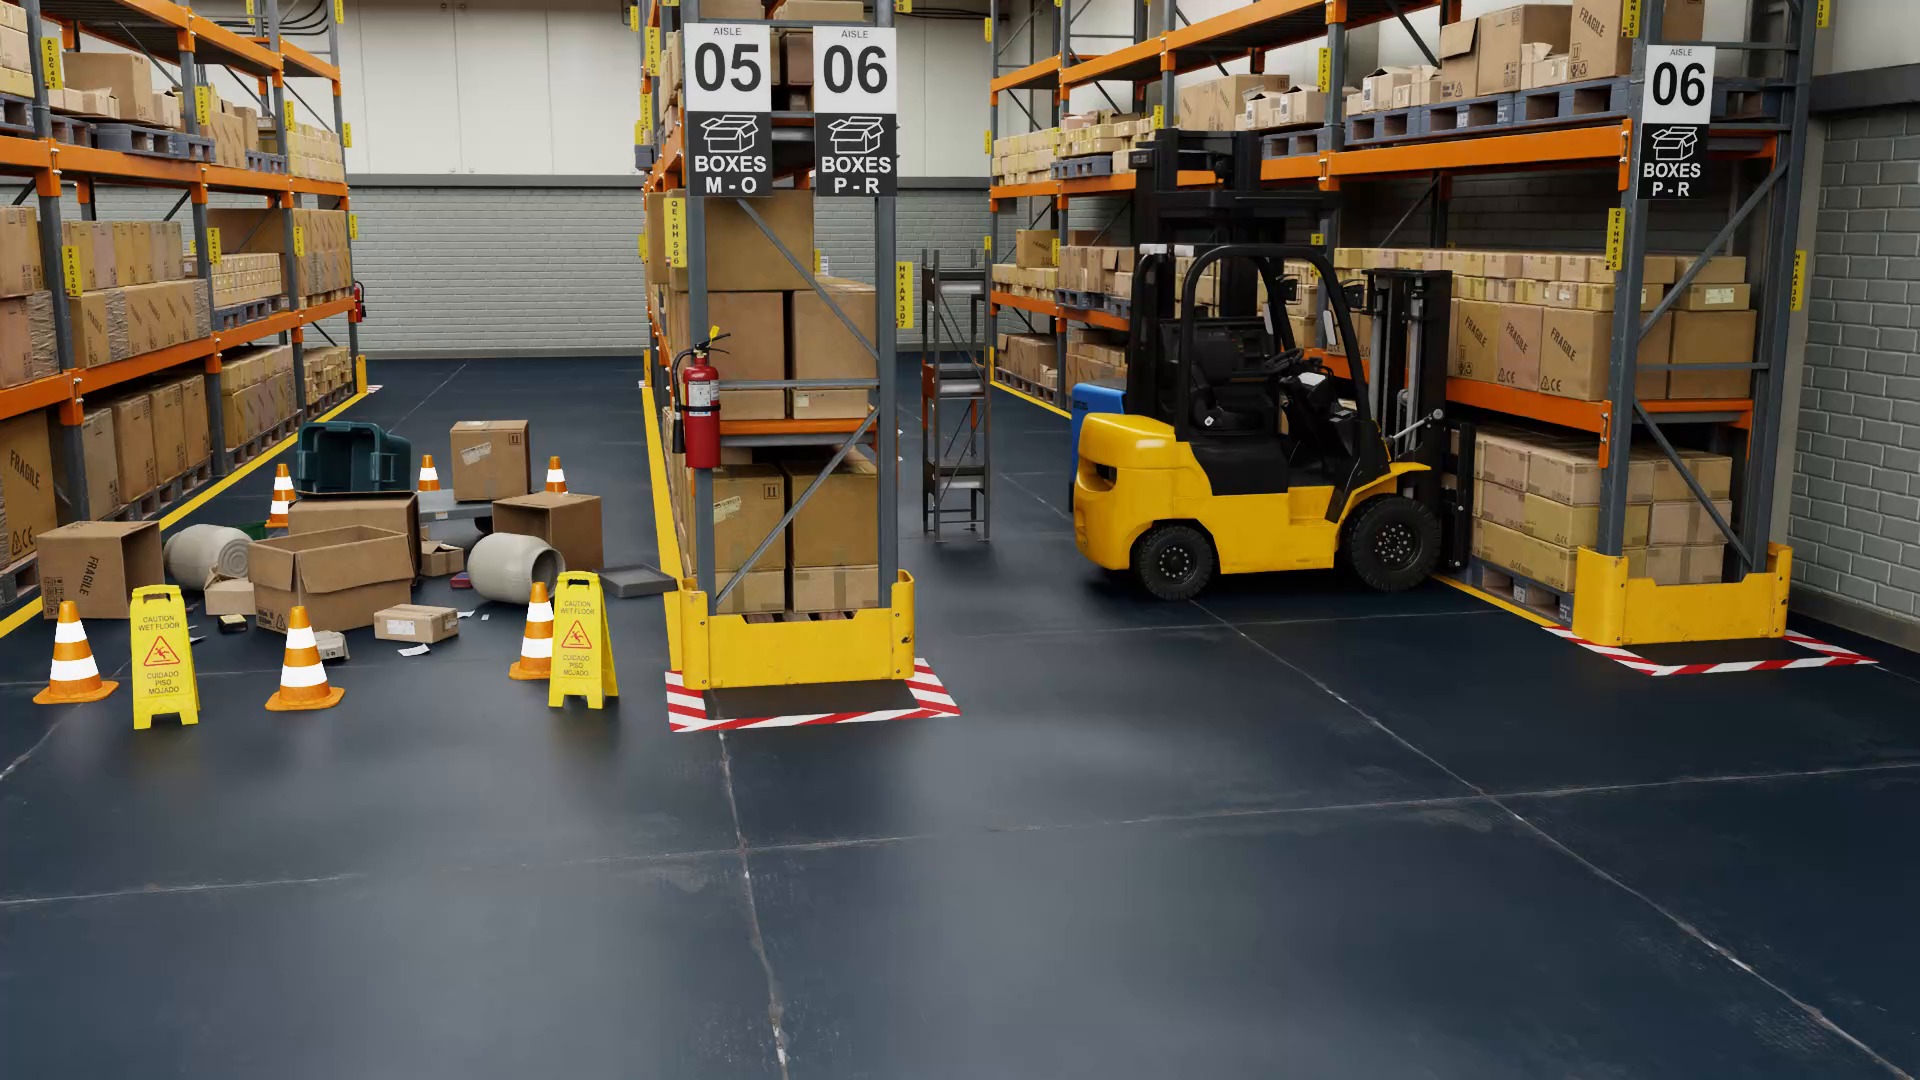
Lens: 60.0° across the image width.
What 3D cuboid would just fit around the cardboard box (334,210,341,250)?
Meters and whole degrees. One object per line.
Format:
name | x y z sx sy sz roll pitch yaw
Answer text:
cardboard box | -8.331 -4.019 21.552 0.500 0.500 0.500 -3 11 -13

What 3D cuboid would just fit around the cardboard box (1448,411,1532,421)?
cardboard box | 3.760 -0.757 11.708 0.500 0.250 0.500 -2 11 -11

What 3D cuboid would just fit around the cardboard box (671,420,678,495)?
cardboard box | -1.743 -0.604 11.572 0.500 0.500 0.500 -2 11 -8

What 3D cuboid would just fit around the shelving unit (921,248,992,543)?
shelving unit | -0.032 -1.062 12.160 0.431 2.100 0.503 -2 11 -11

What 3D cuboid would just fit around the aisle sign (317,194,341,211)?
aisle sign | -8.482 -4.802 22.449 0.394 0.787 0.004 -2 11 -11

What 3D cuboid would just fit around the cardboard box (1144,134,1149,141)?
cardboard box | 2.135 -4.162 17.354 0.380 0.149 0.250 -2 11 -10

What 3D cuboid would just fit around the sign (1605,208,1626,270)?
sign | 3.519 -1.613 8.921 0.100 0.325 0.005 -2 11 -11

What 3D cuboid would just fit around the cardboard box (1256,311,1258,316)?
cardboard box | 2.751 -1.873 14.413 0.500 0.250 0.500 -2 11 -11

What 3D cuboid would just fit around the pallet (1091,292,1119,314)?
pallet | 2.115 -2.675 18.741 1.003 0.211 1.213 -2 11 -11

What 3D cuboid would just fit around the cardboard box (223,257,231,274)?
cardboard box | -7.255 -2.643 16.017 0.380 0.149 0.250 -3 11 -13

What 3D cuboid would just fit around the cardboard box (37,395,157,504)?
cardboard box | -6.821 -0.688 12.683 1.050 0.750 0.750 -2 11 -11

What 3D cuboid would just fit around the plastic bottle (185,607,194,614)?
plastic bottle | -4.682 0.423 9.812 0.283 0.061 0.133 -6 13 -31

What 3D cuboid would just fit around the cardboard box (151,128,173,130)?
cardboard box | -6.874 -3.545 14.013 0.380 0.166 0.250 -2 11 -11

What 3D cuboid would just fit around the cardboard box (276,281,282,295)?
cardboard box | -7.713 -2.784 18.349 0.380 0.149 0.250 -2 11 -12

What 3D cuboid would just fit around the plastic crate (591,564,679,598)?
plastic crate | -2.092 0.254 10.647 0.402 0.080 0.583 -6 13 -31

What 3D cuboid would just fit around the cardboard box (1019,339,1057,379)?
cardboard box | 1.101 -2.484 22.786 0.500 0.500 0.500 -2 11 -10

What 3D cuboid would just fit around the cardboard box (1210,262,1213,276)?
cardboard box | 2.541 -2.524 15.431 0.380 0.149 0.250 -2 11 -10

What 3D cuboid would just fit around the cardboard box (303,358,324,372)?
cardboard box | -7.984 -2.129 20.272 0.380 0.149 0.250 -2 11 -10

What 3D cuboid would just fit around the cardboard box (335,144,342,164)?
cardboard box | -8.423 -5.070 21.856 0.500 0.250 0.500 -2 11 -13

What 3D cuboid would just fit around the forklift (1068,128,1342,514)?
forklift | 1.927 -1.387 11.643 1.130 2.935 3.031 -5 12 -25

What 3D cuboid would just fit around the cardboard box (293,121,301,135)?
cardboard box | -7.934 -4.815 19.445 0.380 0.149 0.250 -2 11 -13

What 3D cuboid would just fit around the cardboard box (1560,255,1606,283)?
cardboard box | 3.699 -1.561 9.580 0.380 0.149 0.250 -2 11 -11

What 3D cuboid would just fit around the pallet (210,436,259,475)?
pallet | -7.357 -0.806 15.869 1.003 0.211 1.213 -2 11 -11

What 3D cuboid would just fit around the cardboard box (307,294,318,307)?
cardboard box | -7.977 -2.897 20.069 0.380 0.149 0.250 -2 11 -10

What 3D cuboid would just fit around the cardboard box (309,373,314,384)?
cardboard box | -8.011 -1.933 20.035 0.380 0.149 0.250 -3 11 -14

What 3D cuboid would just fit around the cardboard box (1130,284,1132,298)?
cardboard box | 1.994 -2.602 17.394 0.380 0.149 0.250 -2 11 -10

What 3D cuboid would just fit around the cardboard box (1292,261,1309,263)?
cardboard box | 3.167 -2.400 14.784 0.380 0.149 0.250 -2 11 -11

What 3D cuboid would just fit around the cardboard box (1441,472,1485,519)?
cardboard box | 3.444 -0.311 10.701 0.500 0.250 0.500 -2 11 -12

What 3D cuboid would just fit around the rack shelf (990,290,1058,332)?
rack shelf | 1.331 -3.160 22.699 1.077 0.370 4.000 -2 11 -11

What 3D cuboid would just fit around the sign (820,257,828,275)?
sign | -2.513 -4.791 29.600 0.329 0.494 0.001 -2 11 -11

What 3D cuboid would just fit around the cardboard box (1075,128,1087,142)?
cardboard box | 1.553 -4.687 19.261 0.380 0.149 0.250 -2 11 -12

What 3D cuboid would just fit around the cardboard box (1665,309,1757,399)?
cardboard box | 4.230 -1.096 9.663 0.500 0.500 0.500 -2 11 -9

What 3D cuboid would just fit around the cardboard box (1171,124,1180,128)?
cardboard box | 2.268 -3.952 16.149 0.380 0.166 0.250 -2 11 -11

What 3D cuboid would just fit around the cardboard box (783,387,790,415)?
cardboard box | -0.741 -0.756 8.820 0.380 0.149 0.250 -2 11 -10

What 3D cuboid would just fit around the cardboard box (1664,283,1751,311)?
cardboard box | 4.242 -1.385 9.448 0.380 0.149 0.250 -2 11 -12

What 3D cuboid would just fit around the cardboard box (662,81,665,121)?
cardboard box | -1.666 -2.859 10.778 0.500 0.250 0.500 -2 11 -11

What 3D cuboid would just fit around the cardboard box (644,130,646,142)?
cardboard box | -3.262 -4.522 18.519 0.500 0.500 0.500 -2 11 -12

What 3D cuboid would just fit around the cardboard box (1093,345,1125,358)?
cardboard box | 1.786 -2.223 19.683 0.380 0.149 0.250 -2 11 -12

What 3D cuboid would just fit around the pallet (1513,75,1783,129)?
pallet | 3.942 -2.506 9.556 1.003 0.211 1.213 -2 11 -11

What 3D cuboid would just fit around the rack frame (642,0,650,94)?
rack frame | -3.148 -5.912 19.192 1.000 3.000 0.127 -2 11 -11

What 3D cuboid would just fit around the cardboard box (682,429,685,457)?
cardboard box | -1.409 -0.555 9.582 0.380 0.149 0.250 -2 11 -10

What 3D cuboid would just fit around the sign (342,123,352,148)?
sign | -8.214 -5.425 22.288 0.100 0.325 0.005 -2 11 -11

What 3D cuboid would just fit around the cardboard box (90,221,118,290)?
cardboard box | -6.731 -2.117 12.358 0.700 0.500 0.500 -2 11 -11

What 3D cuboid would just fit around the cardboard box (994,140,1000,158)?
cardboard box | 0.782 -5.581 23.743 0.500 0.250 0.500 -2 11 -12

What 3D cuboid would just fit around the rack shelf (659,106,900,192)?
rack shelf | -1.204 -2.251 9.903 1.077 0.370 4.000 -2 11 -11

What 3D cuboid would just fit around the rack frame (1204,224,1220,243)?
rack frame | 2.498 -2.413 16.850 1.000 3.000 0.127 -2 11 -11

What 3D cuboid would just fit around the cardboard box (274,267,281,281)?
cardboard box | -7.713 -2.930 18.320 0.380 0.149 0.250 -2 11 -9

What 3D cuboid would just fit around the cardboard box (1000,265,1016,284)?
cardboard box | 0.864 -3.767 23.571 0.500 0.250 0.500 -2 11 -10

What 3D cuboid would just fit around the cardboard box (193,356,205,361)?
cardboard box | -7.789 -1.682 16.566 0.500 0.250 0.500 -2 11 -10

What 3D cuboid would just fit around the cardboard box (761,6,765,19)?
cardboard box | -1.182 -2.606 8.383 0.380 0.149 0.250 -2 11 -10

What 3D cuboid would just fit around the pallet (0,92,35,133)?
pallet | -6.279 -2.579 9.938 1.003 0.211 1.213 -2 11 -11

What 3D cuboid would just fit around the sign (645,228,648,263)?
sign | -2.914 -2.780 15.681 0.100 0.325 0.005 -2 11 -11

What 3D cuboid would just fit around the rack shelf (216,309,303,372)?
rack shelf | -7.595 -2.046 16.850 1.077 0.370 4.000 -2 11 -11

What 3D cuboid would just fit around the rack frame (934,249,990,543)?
rack frame | 0.015 -1.017 11.925 0.400 2.100 0.015 -2 11 -11

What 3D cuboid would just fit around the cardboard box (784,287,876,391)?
cardboard box | -0.635 -1.056 8.662 0.500 0.500 0.500 -2 11 -12

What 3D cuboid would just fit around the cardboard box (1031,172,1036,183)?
cardboard box | 1.150 -4.788 21.977 0.380 0.149 0.250 -2 11 -10

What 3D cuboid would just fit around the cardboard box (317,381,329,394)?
cardboard box | -8.032 -1.887 20.592 0.380 0.149 0.250 -2 11 -13
